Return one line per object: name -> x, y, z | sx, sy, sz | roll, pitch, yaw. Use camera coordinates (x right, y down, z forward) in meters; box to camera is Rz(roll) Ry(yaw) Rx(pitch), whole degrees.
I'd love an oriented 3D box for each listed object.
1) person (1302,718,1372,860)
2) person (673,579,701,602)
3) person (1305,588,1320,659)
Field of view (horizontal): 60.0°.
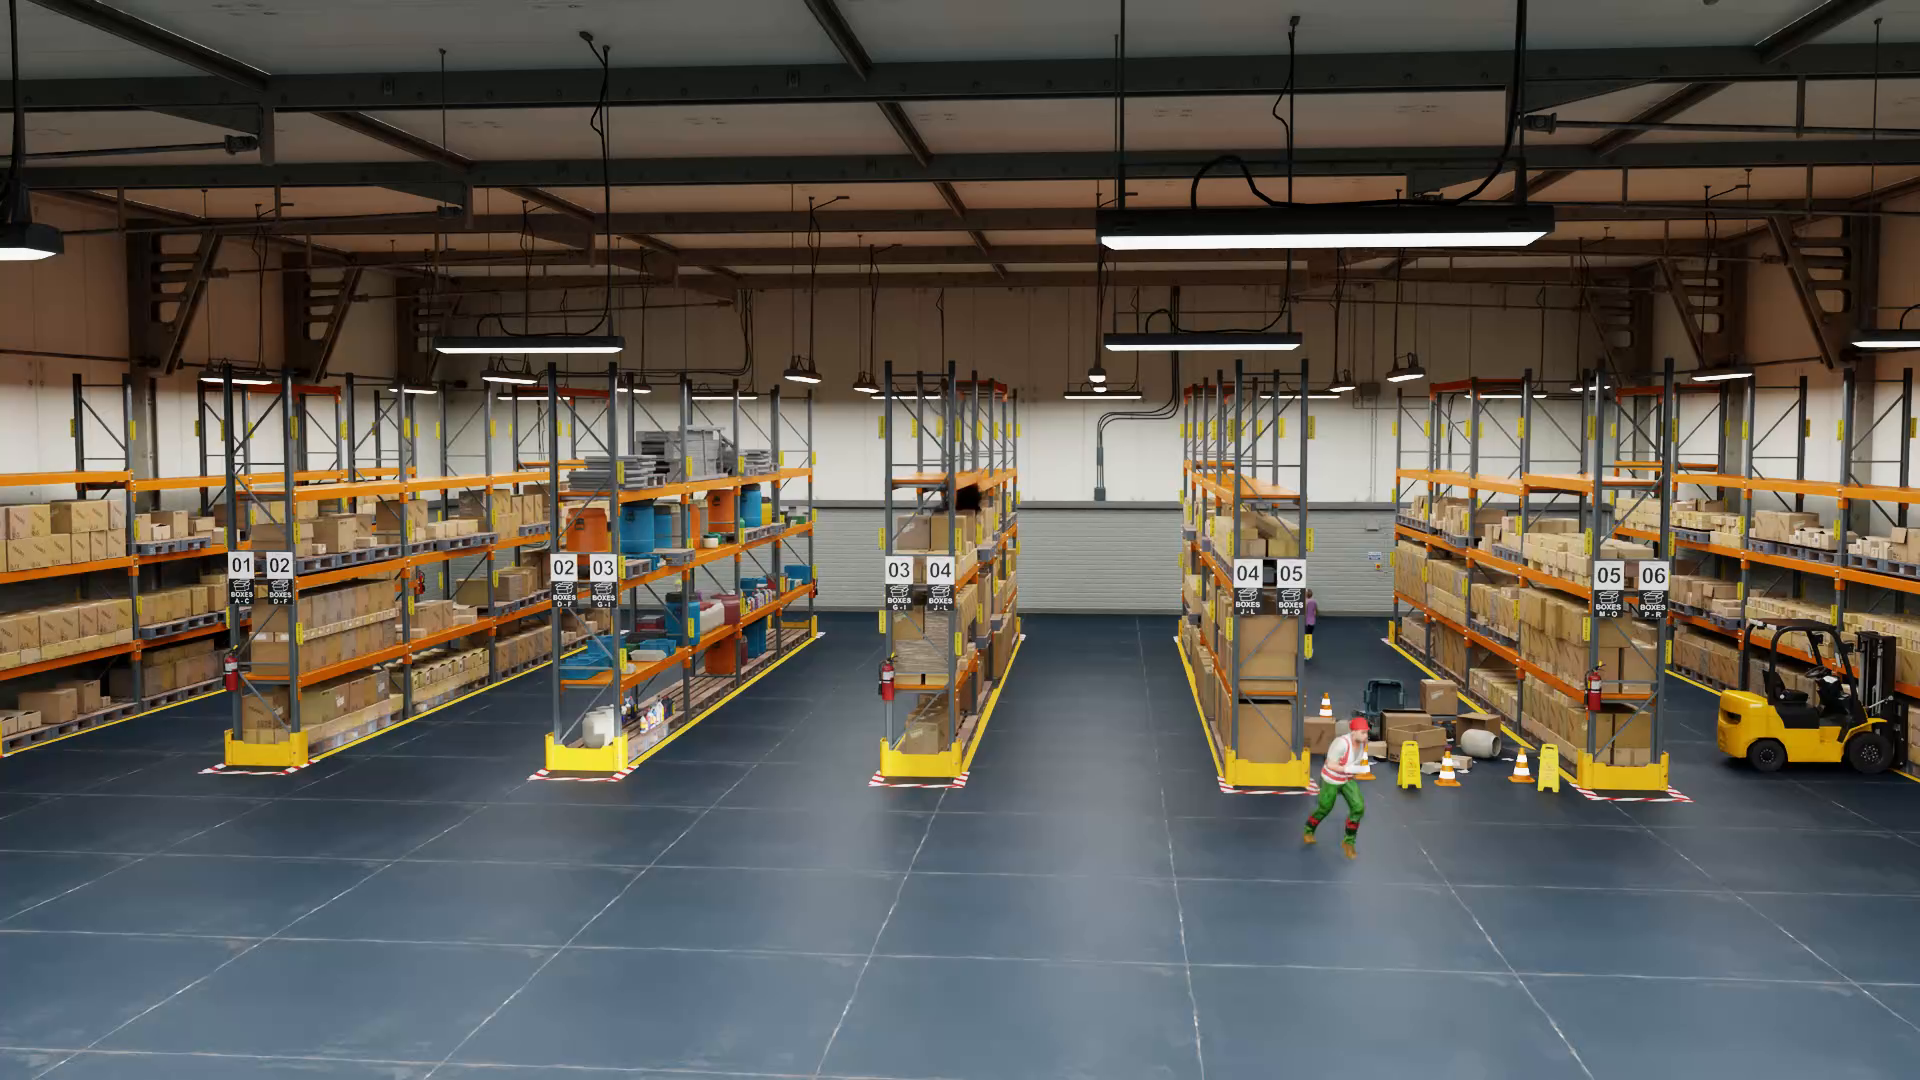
person -> 4.462, 2.899, 19.646 | 0.707, 1.719, 1.022 | -2, 4, -33
person -> -6.097, 1.720, 36.515 | 0.734, 1.743, 0.800 | 1, 4, 12
person -> 7.586, 1.834, 36.399 | 0.550, 1.547, 0.522 | -1, 4, -12
